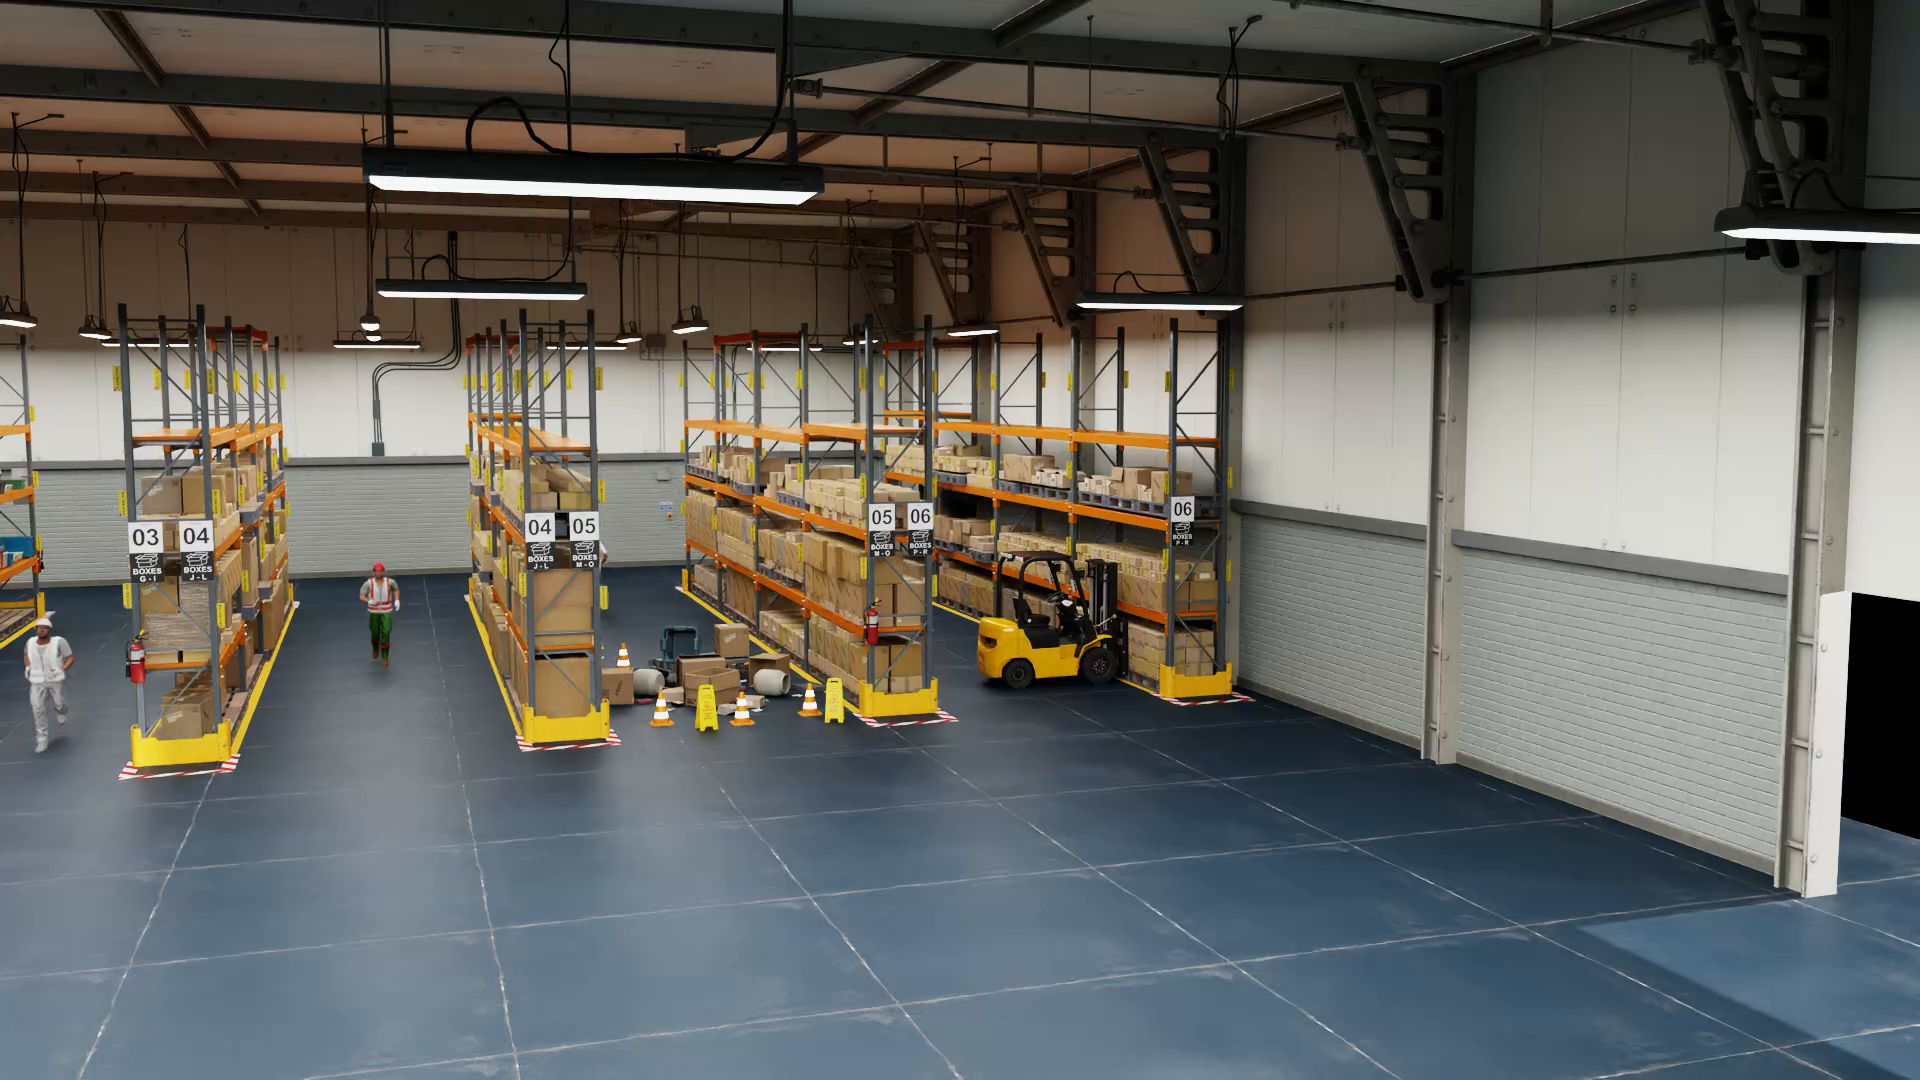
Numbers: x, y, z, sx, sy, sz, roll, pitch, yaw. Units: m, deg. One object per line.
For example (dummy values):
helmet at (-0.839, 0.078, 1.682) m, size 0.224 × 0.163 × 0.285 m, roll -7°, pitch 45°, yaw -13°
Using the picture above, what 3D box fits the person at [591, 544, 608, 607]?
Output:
person at (-8.188, 0.631, 36.902) m, size 0.675 × 1.745 × 0.776 m, roll -3°, pitch 6°, yaw -27°

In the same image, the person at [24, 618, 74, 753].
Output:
person at (-12.602, 1.960, 23.007) m, size 0.652 × 1.773 × 1.123 m, roll -2°, pitch 6°, yaw -20°

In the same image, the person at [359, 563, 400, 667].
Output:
person at (-10.307, 1.299, 29.568) m, size 0.681 × 1.804 × 0.886 m, roll -2°, pitch 6°, yaw -22°
